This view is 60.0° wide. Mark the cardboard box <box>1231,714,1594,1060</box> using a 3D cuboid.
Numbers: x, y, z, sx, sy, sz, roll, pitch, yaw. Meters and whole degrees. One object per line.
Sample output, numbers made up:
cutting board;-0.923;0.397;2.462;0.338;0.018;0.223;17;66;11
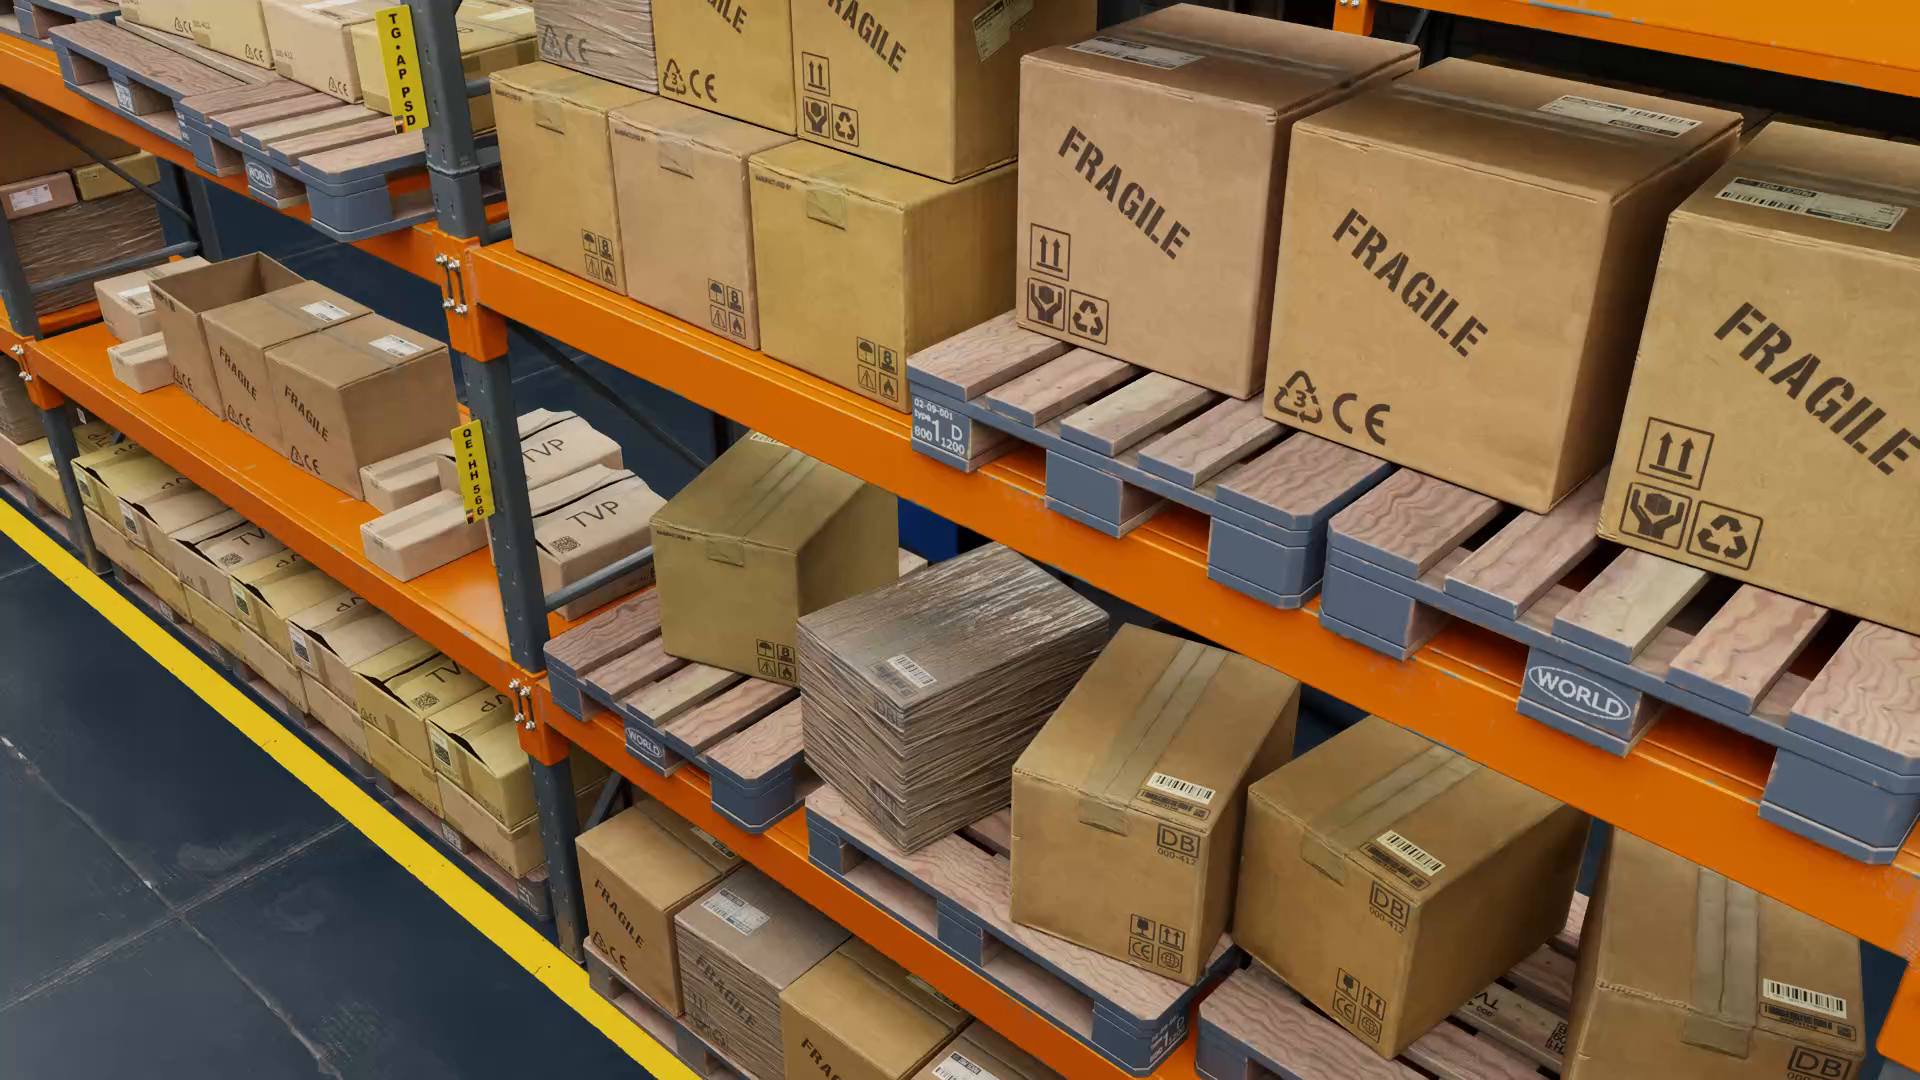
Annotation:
cardboard box;1.102;0.776;4.048;0.700;0.500;0.500;-22;38;-32

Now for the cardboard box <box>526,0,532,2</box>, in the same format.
cardboard box;-3.208;-4.397;12.545;0.500;0.500;0.500;25;39;35

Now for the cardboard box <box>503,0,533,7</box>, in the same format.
cardboard box;-3.177;-4.066;12.722;0.500;0.250;0.500;24;38;34

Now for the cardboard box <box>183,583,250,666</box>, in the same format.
cardboard box;-3.179;0.281;7.633;0.500;0.250;0.500;24;38;34

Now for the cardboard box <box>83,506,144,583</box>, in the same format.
cardboard box;-3.943;-0.074;8.224;0.500;0.250;0.500;24;38;34

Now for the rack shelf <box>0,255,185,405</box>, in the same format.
rack shelf;-5.559;-1.691;9.347;4.000;0.370;1.077;25;39;35

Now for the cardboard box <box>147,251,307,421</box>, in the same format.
cardboard box;-3.127;-0.895;7.232;0.500;0.500;0.500;-26;40;-36

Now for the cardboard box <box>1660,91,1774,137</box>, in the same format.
cardboard box;3.481;-1.901;7.867;0.500;0.250;0.500;24;38;34

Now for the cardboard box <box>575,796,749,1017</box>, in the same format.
cardboard box;-0.964;1.227;5.800;0.500;0.500;0.500;27;40;37

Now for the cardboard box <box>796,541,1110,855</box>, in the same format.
cardboard box;-0.017;0.419;4.641;0.700;0.500;0.500;-21;37;-31

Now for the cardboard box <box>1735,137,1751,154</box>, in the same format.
cardboard box;3.530;-1.531;7.252;0.500;0.250;0.500;24;39;34

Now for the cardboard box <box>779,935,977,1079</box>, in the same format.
cardboard box;-0.204;1.582;5.212;0.500;0.500;0.500;24;39;34

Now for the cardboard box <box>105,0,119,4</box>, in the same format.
cardboard box;-3.216;-2.301;6.494;0.500;0.250;0.500;21;37;31

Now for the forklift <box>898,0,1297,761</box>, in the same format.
forklift;0.668;-0.810;7.253;1.130;2.935;3.031;-23;38;-34

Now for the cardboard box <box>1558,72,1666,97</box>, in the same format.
cardboard box;3.103;-2.080;8.164;0.500;0.250;0.500;24;38;34

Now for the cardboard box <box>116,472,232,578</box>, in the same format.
cardboard box;-3.569;-0.135;7.781;0.500;0.311;0.500;25;39;35

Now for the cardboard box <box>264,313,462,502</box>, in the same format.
cardboard box;-2.365;-0.540;6.641;0.500;0.500;0.500;23;38;33

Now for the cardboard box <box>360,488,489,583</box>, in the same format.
cardboard box;-1.962;-0.020;6.119;0.250;0.149;0.380;25;39;35

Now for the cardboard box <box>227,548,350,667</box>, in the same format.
cardboard box;-2.796;0.221;7.189;0.500;0.311;0.500;26;40;36

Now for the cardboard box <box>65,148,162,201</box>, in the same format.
cardboard box;-4.145;-1.794;8.096;0.250;0.149;0.380;25;39;35

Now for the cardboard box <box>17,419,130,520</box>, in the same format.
cardboard box;-4.566;-0.385;8.741;0.500;0.250;0.500;25;39;35

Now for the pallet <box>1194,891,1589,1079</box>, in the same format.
pallet;1.336;1.226;3.991;1.213;0.211;1.003;25;39;35

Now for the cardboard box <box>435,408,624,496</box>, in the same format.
cardboard box;-1.643;-0.268;6.373;0.500;0.311;0.500;25;39;35

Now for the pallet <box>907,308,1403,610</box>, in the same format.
pallet;0.648;-0.353;3.701;1.003;0.211;1.213;25;39;35

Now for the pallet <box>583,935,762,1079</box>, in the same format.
pallet;-0.582;1.545;5.978;1.213;0.211;1.003;25;39;35

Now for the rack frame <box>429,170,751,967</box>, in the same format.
rack frame;-1.110;0.078;5.712;0.127;3.000;1.000;25;39;35

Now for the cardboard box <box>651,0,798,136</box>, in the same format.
cardboard box;-0.413;-1.349;4.107;0.500;0.500;0.500;25;39;35

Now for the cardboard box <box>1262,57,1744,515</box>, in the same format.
cardboard box;1.021;-0.514;3.186;0.600;0.600;0.600;25;39;35

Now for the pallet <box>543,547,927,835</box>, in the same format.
pallet;-0.560;0.368;5.417;1.003;0.211;1.213;25;39;35

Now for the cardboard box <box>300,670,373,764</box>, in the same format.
cardboard box;-2.419;0.635;7.046;0.500;0.250;0.500;26;40;36

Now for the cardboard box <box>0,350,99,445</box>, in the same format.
cardboard box;-4.929;-0.884;8.842;0.500;0.500;0.500;25;39;35

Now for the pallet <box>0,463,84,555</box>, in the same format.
pallet;-4.637;-0.403;9.215;1.213;0.211;1.003;25;39;35

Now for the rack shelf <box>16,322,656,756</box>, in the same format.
rack shelf;-2.593;-0.306;7.048;4.000;0.370;1.077;25;39;35

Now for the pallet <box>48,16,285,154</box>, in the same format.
pallet;-2.504;-1.713;5.962;1.213;0.211;1.003;27;40;37

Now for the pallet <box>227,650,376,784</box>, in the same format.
pallet;-2.595;0.550;7.631;1.213;0.211;1.003;25;39;35

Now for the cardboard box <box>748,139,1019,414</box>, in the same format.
cardboard box;0.000;-0.756;4.091;0.500;0.500;0.910;25;39;35

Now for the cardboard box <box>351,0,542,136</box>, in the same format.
cardboard box;-1.484;-1.458;5.094;0.500;0.250;0.500;22;37;32

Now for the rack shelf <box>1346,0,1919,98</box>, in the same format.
rack shelf;3.694;-2.103;7.123;4.000;0.370;1.077;25;39;35

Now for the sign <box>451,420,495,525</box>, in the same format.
sign;-1.480;-0.205;5.059;0.005;0.325;0.100;25;39;35

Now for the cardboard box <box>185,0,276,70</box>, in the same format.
cardboard box;-2.301;-1.835;5.720;0.500;0.250;0.500;24;39;34

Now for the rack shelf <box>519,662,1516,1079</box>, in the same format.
rack shelf;0.373;1.078;4.748;4.000;0.370;1.077;25;39;35

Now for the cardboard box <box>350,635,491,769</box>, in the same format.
cardboard box;-2.053;0.571;6.608;0.500;0.311;0.500;24;39;34

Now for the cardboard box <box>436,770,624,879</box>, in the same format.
cardboard box;-1.664;0.987;6.461;0.500;0.250;0.500;26;40;36

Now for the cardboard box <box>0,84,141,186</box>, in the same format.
cardboard box;-4.409;-2.056;7.903;0.500;0.500;0.700;25;39;35

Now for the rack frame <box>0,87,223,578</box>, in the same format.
rack frame;-4.076;-1.307;8.012;0.127;3.000;1.000;25;39;35

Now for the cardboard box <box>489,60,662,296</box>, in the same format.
cardboard box;-0.764;-1.112;4.684;0.500;0.500;0.910;25;39;35
